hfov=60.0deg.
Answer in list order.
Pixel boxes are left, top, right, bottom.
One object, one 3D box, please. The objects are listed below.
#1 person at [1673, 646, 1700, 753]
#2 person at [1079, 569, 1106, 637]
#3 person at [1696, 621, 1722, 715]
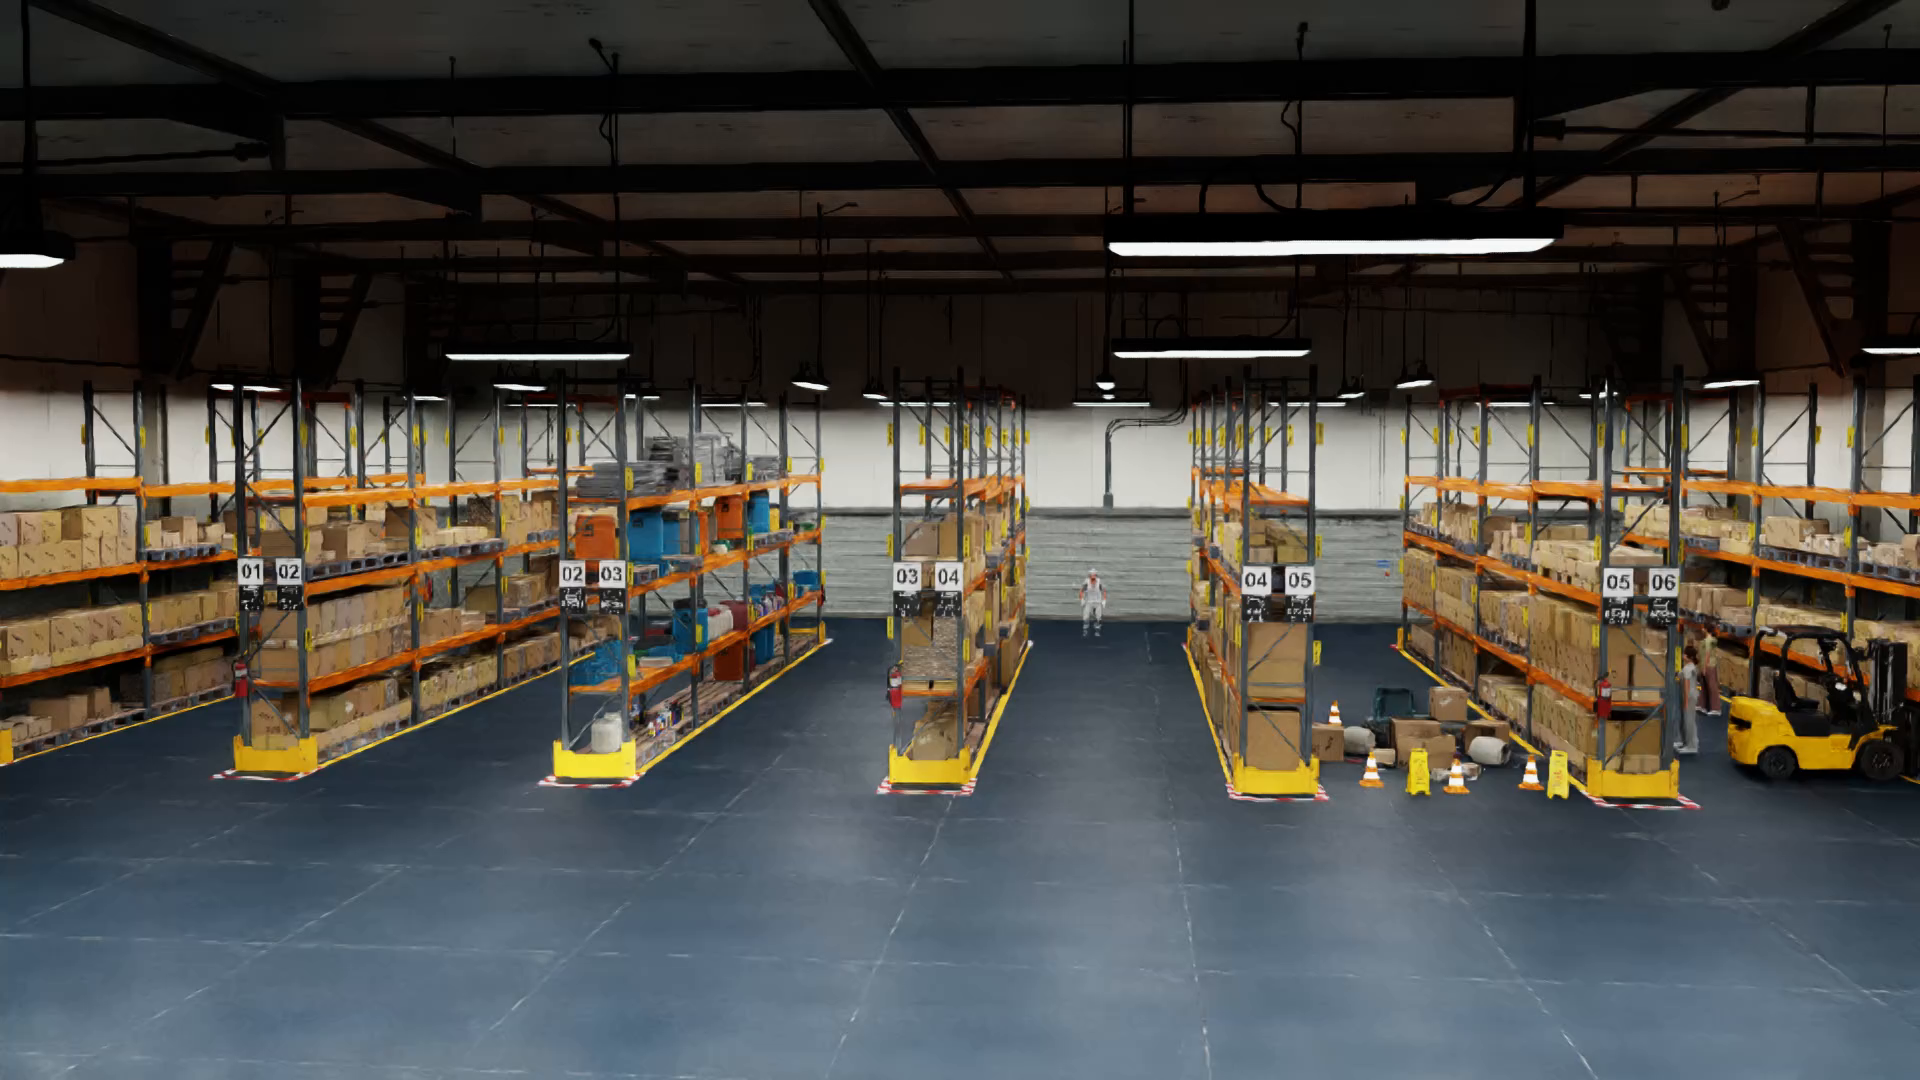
[{"bbox_3d":[11.514,2.513,26.394,0.477,1.675,0.487,3,4,36],"label":"person"},{"bbox_3d":[3.306,1.569,41.400,0.677,1.742,0.551,0,4,4],"label":"person"},{"bbox_3d":[13.442,2.290,29.964,0.563,1.665,0.573,2,4,29],"label":"person"}]
